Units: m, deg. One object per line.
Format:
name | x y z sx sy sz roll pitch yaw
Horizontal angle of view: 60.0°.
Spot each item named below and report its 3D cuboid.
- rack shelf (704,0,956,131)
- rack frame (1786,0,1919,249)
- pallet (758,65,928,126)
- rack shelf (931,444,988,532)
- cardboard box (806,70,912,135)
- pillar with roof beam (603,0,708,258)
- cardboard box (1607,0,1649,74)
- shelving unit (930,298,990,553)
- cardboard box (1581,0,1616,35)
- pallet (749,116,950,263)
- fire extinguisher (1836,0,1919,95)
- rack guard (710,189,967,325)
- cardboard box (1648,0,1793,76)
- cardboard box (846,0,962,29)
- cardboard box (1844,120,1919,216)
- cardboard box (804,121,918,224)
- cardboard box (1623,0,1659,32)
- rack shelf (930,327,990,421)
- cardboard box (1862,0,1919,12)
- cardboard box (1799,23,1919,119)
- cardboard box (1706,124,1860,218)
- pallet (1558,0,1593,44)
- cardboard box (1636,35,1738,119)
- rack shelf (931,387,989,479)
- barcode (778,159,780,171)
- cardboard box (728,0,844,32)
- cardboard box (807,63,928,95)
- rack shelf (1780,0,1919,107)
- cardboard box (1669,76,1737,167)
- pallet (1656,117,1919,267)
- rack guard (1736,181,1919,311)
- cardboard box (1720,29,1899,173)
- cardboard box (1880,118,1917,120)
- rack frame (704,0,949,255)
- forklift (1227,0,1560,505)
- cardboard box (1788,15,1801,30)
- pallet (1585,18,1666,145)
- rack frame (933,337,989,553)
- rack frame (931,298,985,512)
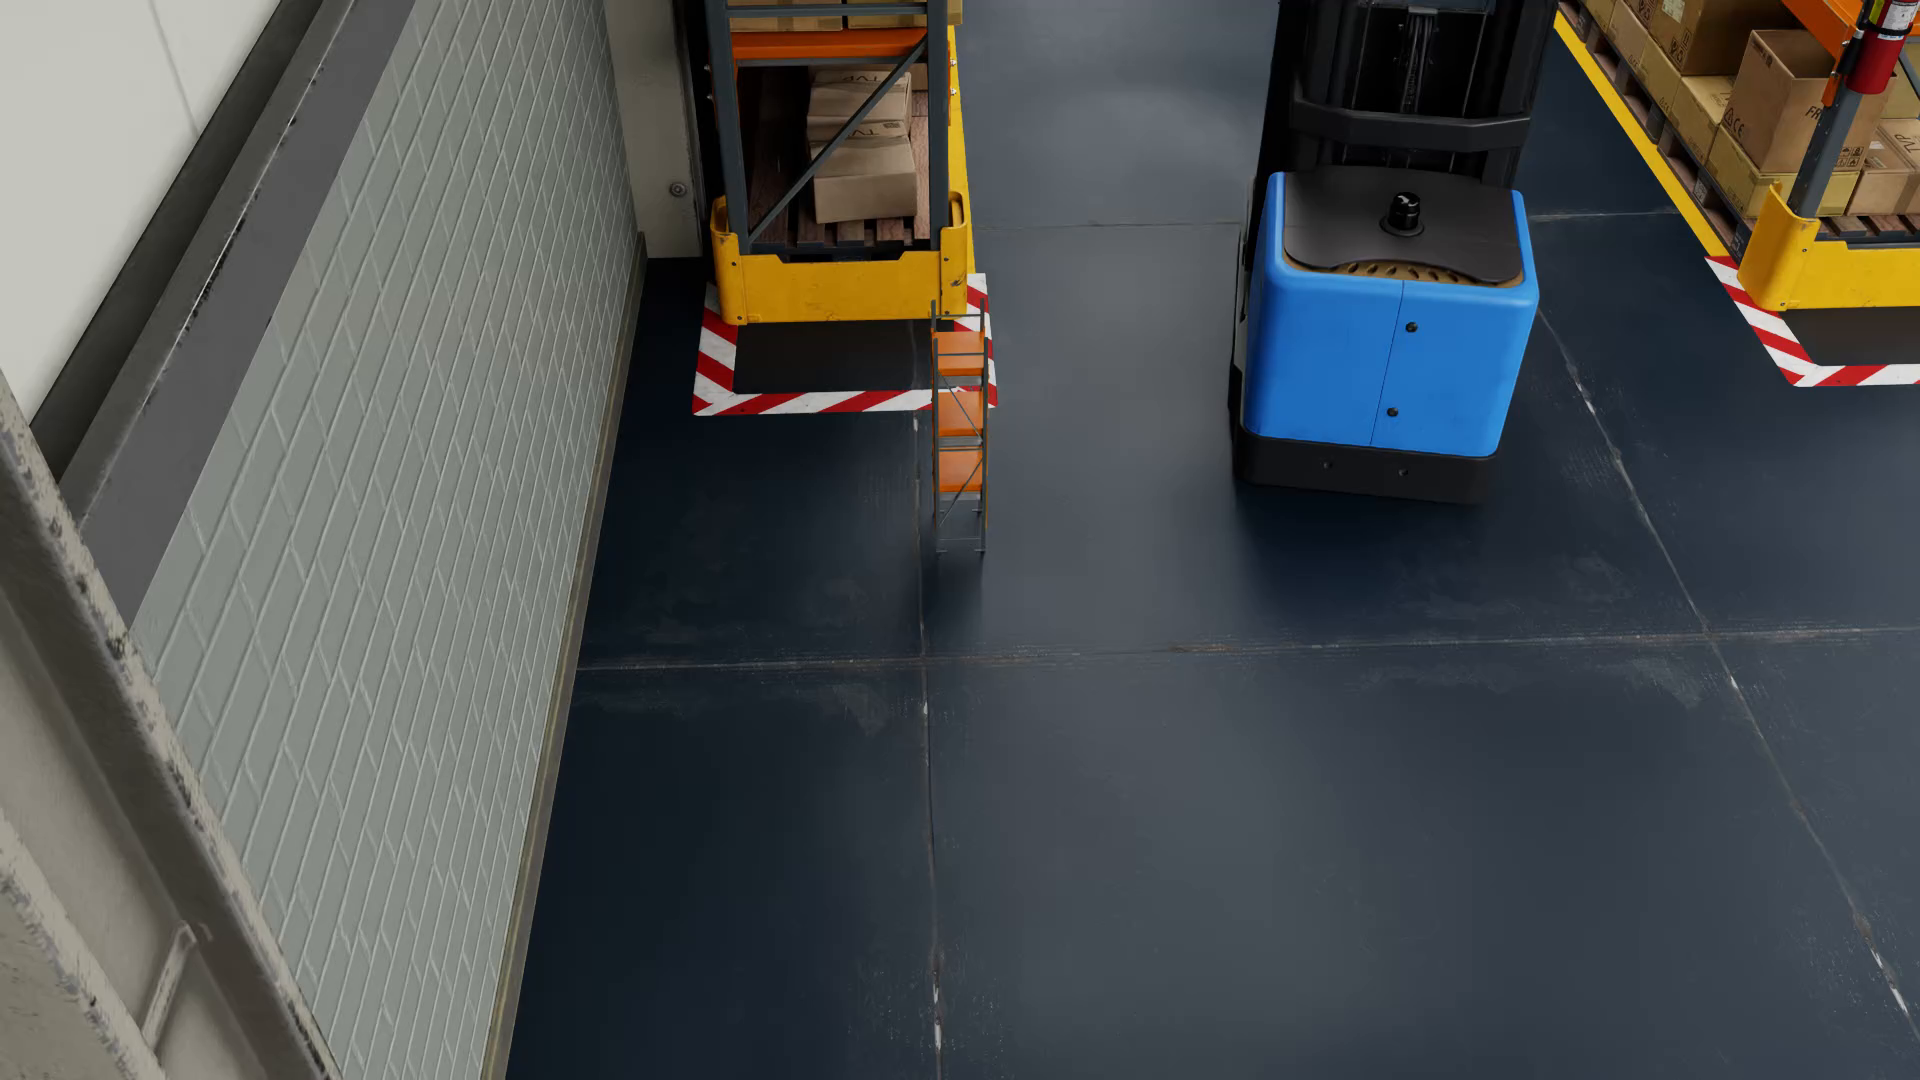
rack shelf | -0.638 -3.287 8.649 1.077 0.370 4.000 -2 43 -2
rack frame | 4.396 -2.347 7.090 1.000 3.000 0.127 -2 43 -2
pallet | -0.605 -2.597 9.427 1.003 0.211 1.213 -2 43 -2
rack shelf | -0.002 -0.210 6.630 0.215 0.259 0.240 -2 43 -2
cardboard box | -0.517 -2.228 8.625 0.500 0.311 0.500 2 43 2
pillar with roof beam | 2.854 -4.985 5.529 9.100 9.000 0.400 -2 43 -2
cardboard box | 4.002 -2.854 9.368 0.500 0.250 0.500 -2 43 -2
shelving unit | -0.002 -0.423 6.435 0.215 1.050 0.252 -2 43 -2
cardboard box | 3.975 -3.191 9.736 0.500 0.250 0.500 -2 43 -2
pallet | -0.556 -1.775 8.530 1.003 0.211 1.213 -2 43 -2
fire extinguisher | 3.937 -2.225 7.015 0.296 0.674 0.183 -2 43 -2
rack guard | -0.557 -1.332 7.833 1.175 0.500 0.348 -2 43 -2
cardboard box | 4.019 -2.793 8.746 0.500 0.500 0.500 -2 43 -2
cardboard box | -0.257 -2.493 7.346 0.500 0.250 0.500 -3 43 -3
cardboard box | 4.595 -1.856 8.279 0.500 0.250 0.500 -2 43 -2
cardboard box | -0.493 -1.843 8.205 0.500 0.311 0.500 -6 43 -7
cardboard box | 3.999 -3.130 9.114 0.500 0.500 0.500 -2 43 -2
rack shelf | -0.002 -0.625 6.250 0.215 0.259 0.240 -2 43 -2
cardboard box | 4.389 -2.699 7.401 0.700 0.500 0.500 -2 43 -2
cardboard box | 4.572 -2.470 8.394 0.500 0.500 0.500 -2 43 -2
cardboard box | 4.078 -1.842 8.263 0.500 0.250 0.500 -2 43 -2
pallet | 4.218 -3.481 10.392 1.003 0.211 1.213 -2 43 -2
cardboard box | 4.022 -2.516 8.999 0.500 0.250 0.500 -2 43 -2
rack shelf | -0.002 -0.415 6.442 0.215 0.259 0.240 -2 43 -2
barcode | -0.893 -1.847 8.203 0.001 0.075 0.075 -2 43 -2
cardboard box | -0.767 -2.464 7.315 0.500 0.250 0.500 -1 43 -1
cardboard box | -0.498 -2.794 9.103 0.700 0.500 0.500 -4 43 -4
rack shelf | 4.311 -3.432 8.806 1.077 0.370 4.000 -2 43 -2
cardboard box | 4.045 -2.179 8.631 0.500 0.250 0.500 -2 43 -2
pallet | 4.321 -1.834 8.594 1.003 0.211 1.213 -2 43 -2
rack guard | 4.397 -1.409 7.917 1.175 0.500 0.348 -2 43 -2
cardboard box | 4.076 -2.118 8.010 0.500 0.500 0.500 -2 43 -2
cardboard box | 4.570 -2.194 8.648 0.500 0.250 0.500 -2 43 -2
rack frame | -0.553 -2.202 6.933 1.000 3.000 0.127 -2 43 -2
forklift | 1.885 -2.227 7.011 1.130 2.935 3.031 6 43 7
cardboard box | 4.538 -2.807 8.762 0.500 0.500 0.500 -2 43 -2
pallet | 4.273 -2.656 9.491 1.003 0.211 1.213 -2 43 -2
rack frame | 0.003 -0.341 6.345 0.200 1.050 0.008 -2 43 -2
rack frame | -0.007 -0.506 6.525 0.200 1.050 0.008 -2 43 -2
